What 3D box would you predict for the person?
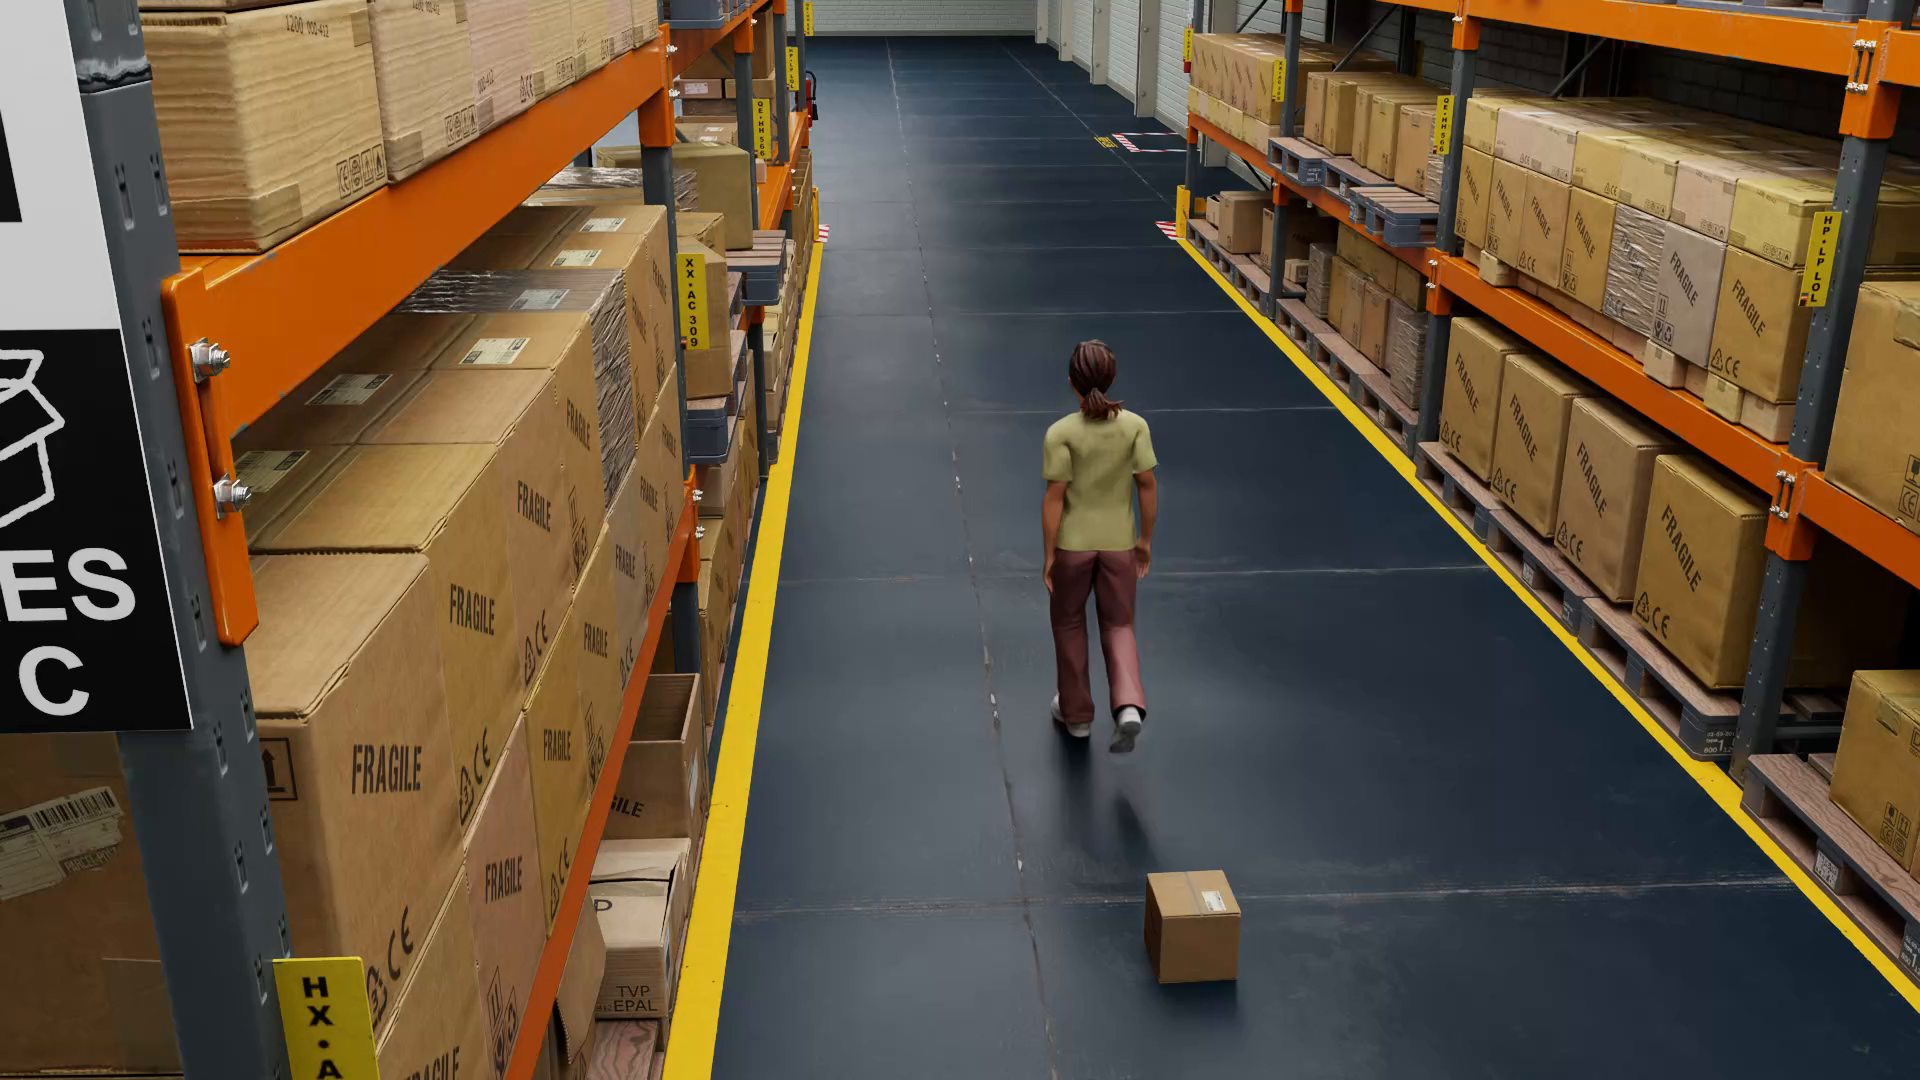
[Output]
[{"bbox_3d":[0.537,0.059,6.387,0.457,1.649,0.769,-3,21,-9],"label":"person"}]
